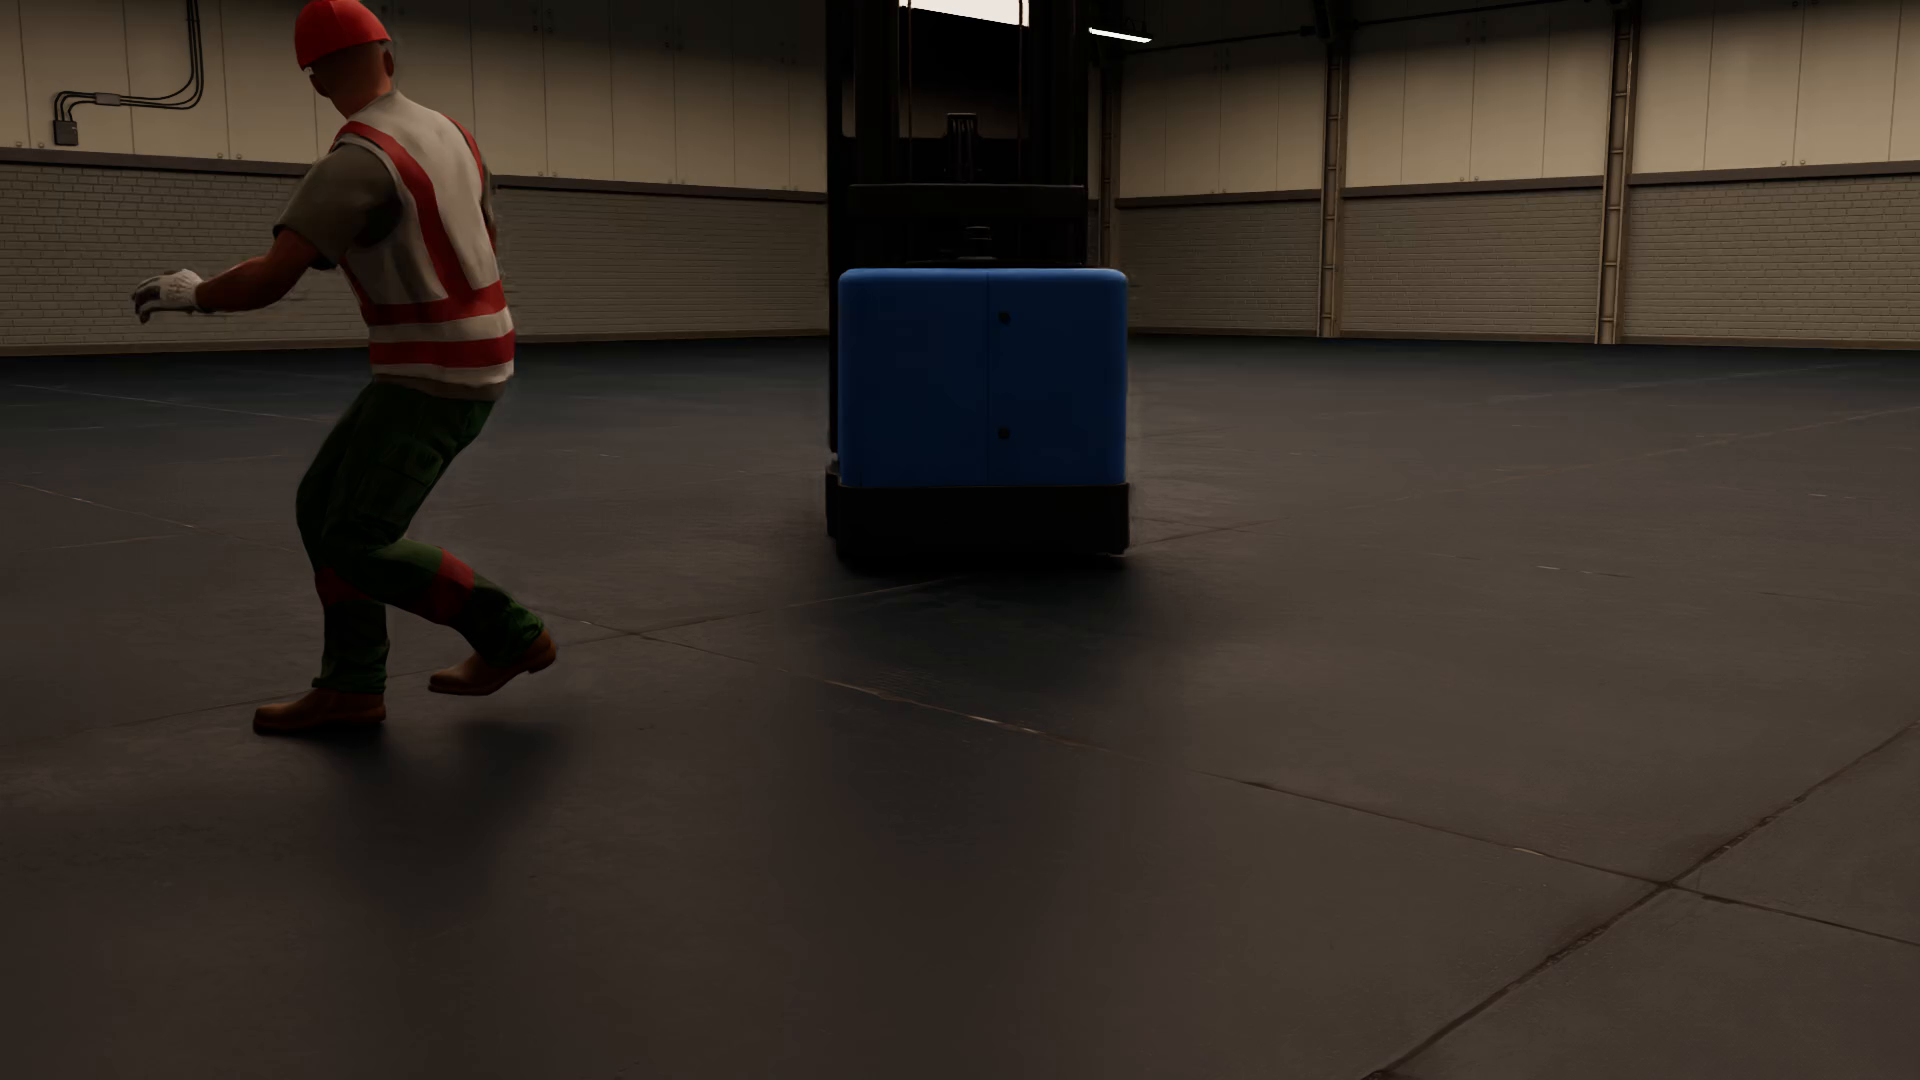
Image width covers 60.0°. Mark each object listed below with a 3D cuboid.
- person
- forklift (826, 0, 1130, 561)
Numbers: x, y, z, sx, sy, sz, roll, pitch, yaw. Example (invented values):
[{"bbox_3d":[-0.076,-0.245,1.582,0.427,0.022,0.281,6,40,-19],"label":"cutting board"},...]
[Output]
[{"bbox_3d":[-1.392,-0.400,3.861,0.852,1.644,0.895,-1,9,-7],"label":"person"},{"bbox_3d":[-0.033,-1.554,7.196,1.130,2.935,3.031,-1,9,-5],"label":"forklift"}]
